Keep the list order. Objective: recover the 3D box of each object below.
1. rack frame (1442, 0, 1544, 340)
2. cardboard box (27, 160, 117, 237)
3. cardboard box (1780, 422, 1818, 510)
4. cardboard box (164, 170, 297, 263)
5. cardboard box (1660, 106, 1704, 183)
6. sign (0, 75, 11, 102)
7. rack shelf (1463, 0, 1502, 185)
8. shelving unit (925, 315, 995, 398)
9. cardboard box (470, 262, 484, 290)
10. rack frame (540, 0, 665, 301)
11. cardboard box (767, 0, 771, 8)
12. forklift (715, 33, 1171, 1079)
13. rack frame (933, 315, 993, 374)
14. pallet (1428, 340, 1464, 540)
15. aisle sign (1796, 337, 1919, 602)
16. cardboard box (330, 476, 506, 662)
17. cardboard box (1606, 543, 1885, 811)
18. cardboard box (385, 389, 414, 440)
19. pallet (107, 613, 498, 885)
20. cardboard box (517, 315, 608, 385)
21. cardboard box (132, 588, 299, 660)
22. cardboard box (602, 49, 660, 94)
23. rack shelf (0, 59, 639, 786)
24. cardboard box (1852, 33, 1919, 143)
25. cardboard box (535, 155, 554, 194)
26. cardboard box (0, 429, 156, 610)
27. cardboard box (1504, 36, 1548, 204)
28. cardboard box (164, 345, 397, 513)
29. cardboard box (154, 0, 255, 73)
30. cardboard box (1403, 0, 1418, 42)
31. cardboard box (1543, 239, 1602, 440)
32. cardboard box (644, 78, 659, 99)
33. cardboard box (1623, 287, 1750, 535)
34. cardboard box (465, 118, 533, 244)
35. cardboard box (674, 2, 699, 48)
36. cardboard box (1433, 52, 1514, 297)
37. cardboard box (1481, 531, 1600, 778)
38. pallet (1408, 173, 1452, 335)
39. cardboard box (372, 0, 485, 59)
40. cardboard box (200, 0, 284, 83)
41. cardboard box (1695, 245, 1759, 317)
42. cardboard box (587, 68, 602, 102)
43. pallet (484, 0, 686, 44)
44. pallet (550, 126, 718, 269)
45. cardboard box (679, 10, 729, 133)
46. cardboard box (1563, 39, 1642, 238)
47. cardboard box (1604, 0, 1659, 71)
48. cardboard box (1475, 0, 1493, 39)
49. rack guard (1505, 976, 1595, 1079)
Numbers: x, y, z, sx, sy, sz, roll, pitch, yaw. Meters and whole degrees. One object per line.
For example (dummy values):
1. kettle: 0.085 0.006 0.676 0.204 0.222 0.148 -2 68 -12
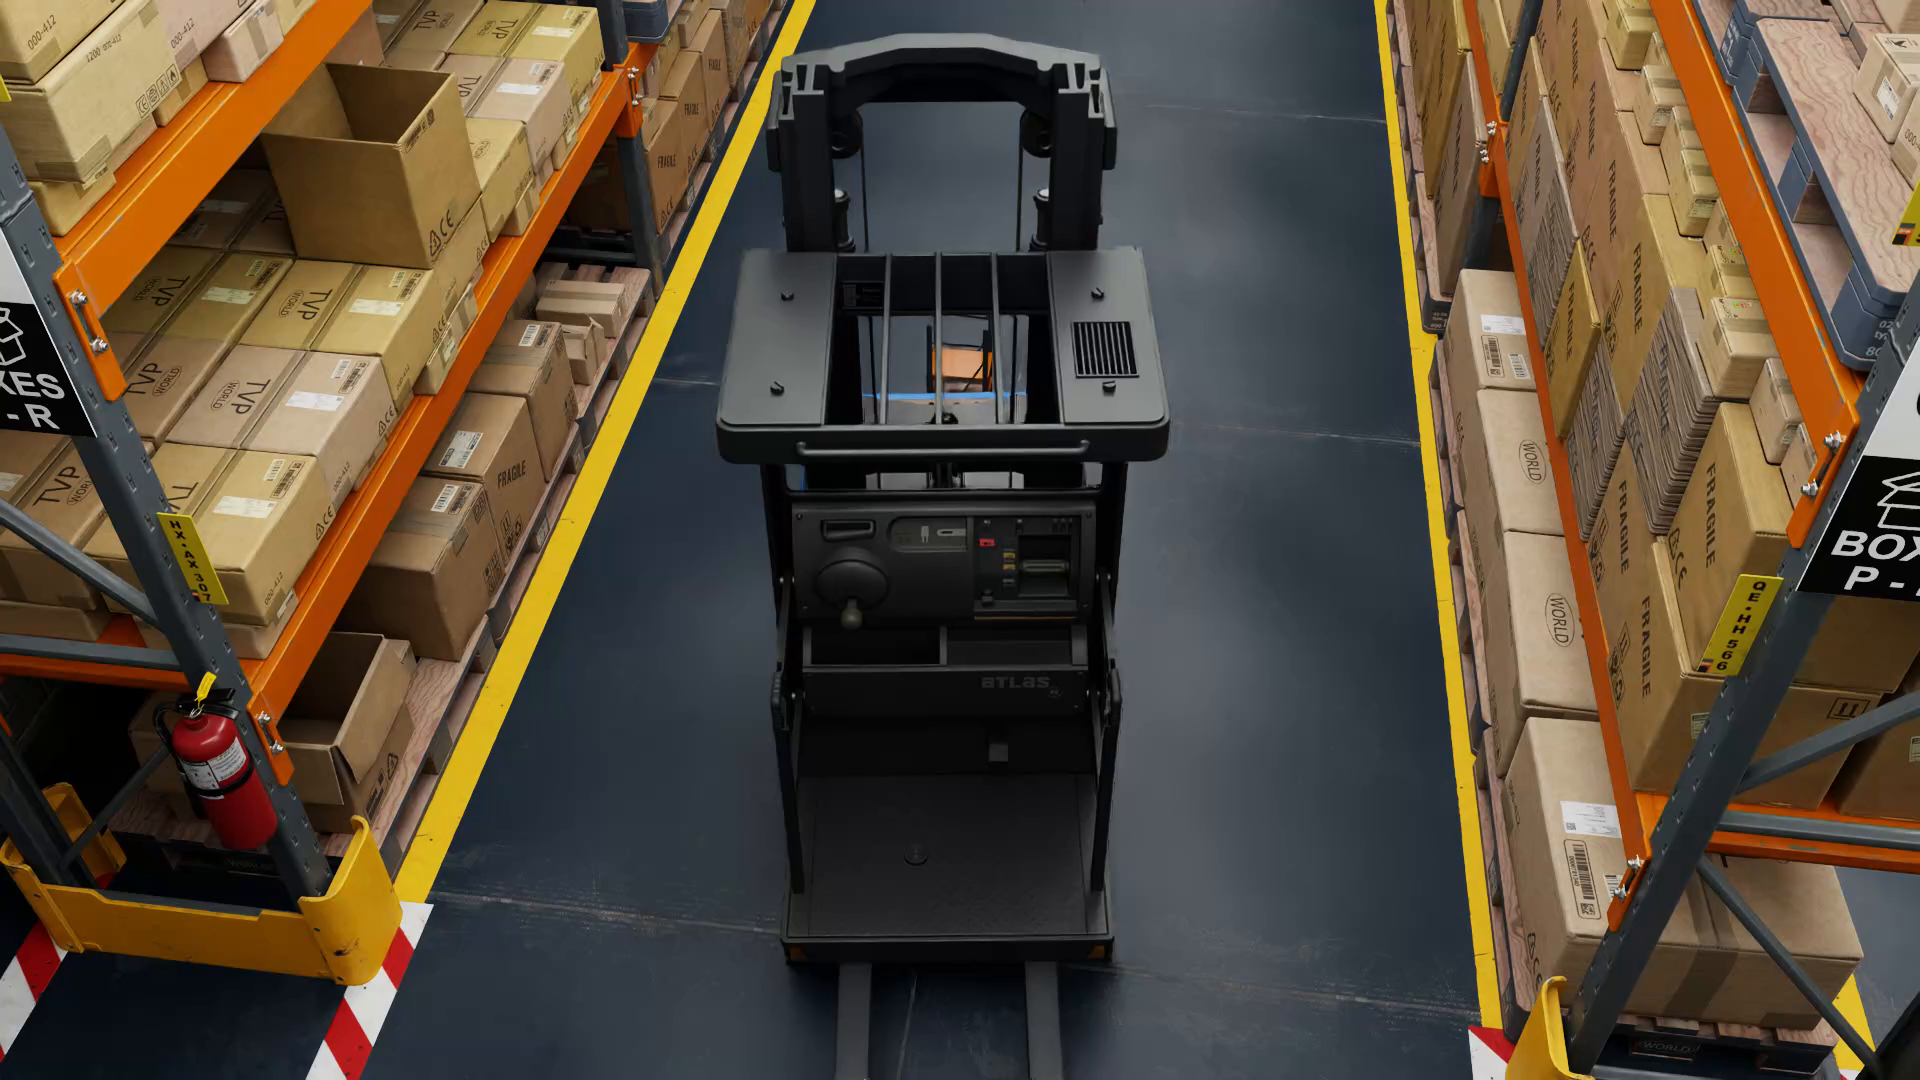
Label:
1. rack frame: 2.878 -1.960 7.160 1.000 3.000 0.127 5 44 6
2. cardboard box: -2.299 -0.876 4.017 0.380 0.149 0.250 6 44 6
3. cardboard box: 2.198 -0.131 3.957 0.380 0.149 0.250 6 44 6
4. cardboard box: -2.565 -1.118 6.164 0.500 0.250 0.500 5 44 5
5. cardboard box: 2.365 -1.183 5.068 0.380 0.149 0.250 7 44 7
6. sign: -2.034 -1.040 3.371 0.100 0.325 0.005 5 44 6
7. rack shelf: 3.142 -3.061 8.847 1.077 0.370 4.000 5 44 6
8. shelving unit: 0.002 -0.446 6.870 0.258 1.200 0.189 5 44 6
9. cardboard box: -2.056 -1.027 6.358 0.380 0.149 0.250 5 44 5
10. rack frame: -2.043 -2.408 7.634 1.000 3.000 0.127 5 44 6
11. cardboard box: -1.433 -3.731 10.544 0.500 0.500 0.500 5 44 5
12. forklift: -0.044 0.165 4.966 1.130 2.935 3.031 0 43 0
13. rack frame: 0.014 -0.508 6.936 0.240 1.200 0.006 5 44 6
14. pallet: 2.700 -0.436 7.579 1.003 0.211 1.213 5 44 6
15. aisle sign: 2.032 -0.157 3.365 0.394 0.787 0.004 5 44 6
16. cardboard box: -2.245 0.086 6.513 0.700 0.500 0.500 7 44 7
17. cardboard box: 2.150 0.377 4.619 0.500 0.500 0.500 5 44 6
18. cardboard box: -2.145 -0.498 5.799 0.380 0.149 0.250 6 44 6
19. pallet: -2.457 0.735 6.342 1.003 0.211 1.213 5 44 6
20. cardboard box: -1.873 -0.918 7.743 0.396 0.266 0.258 7 44 7
21. cardboard box: -2.256 0.210 5.052 0.380 0.149 0.250 5 44 5
22. cardboard box: -1.745 -2.398 8.448 0.380 0.149 0.250 3 44 3
23. rack shelf: -2.307 -0.784 6.442 1.077 0.370 4.000 5 44 6
24. cardboard box: 2.295 -1.028 3.799 0.380 0.149 0.250 2 43 2
25. cardboard box: -1.920 -1.542 6.901 0.380 0.149 0.250 6 44 7
26. cardboard box: -2.774 -0.073 5.061 0.500 0.250 0.500 6 44 7
27. cardboard box: 2.556 -1.700 6.813 0.500 0.500 0.500 7 44 7
28. cardboard box: -2.178 -0.364 5.368 0.500 0.250 0.500 6 44 6
29. cardboard box: -2.195 -1.451 4.334 0.500 0.250 0.500 6 44 6
30. cardboard box: 3.233 -3.603 10.136 0.875 0.875 0.875 5 44 5
31. cardboard box: 2.345 -0.668 5.723 0.500 0.500 0.500 6 44 7
32. cardboard box: -1.772 -2.305 8.565 0.380 0.149 0.250 4 44 4
33. cardboard box: 2.217 -0.342 4.652 0.500 0.500 0.500 5 44 6
34. cardboard box: -1.999 -1.411 6.474 0.500 0.250 0.500 5 44 5
35. cardboard box: -1.656 -2.836 9.126 0.380 0.149 0.250 5 44 5
36. cardboard box: 2.880 -1.770 8.200 0.875 0.875 0.875 6 44 7
37. cardboard box: 2.450 0.461 6.162 0.875 0.438 0.875 6 44 7
38. pallet: 2.905 -1.480 8.681 1.003 0.211 1.213 5 44 6
39. cardboard box: -2.376 -2.149 7.253 0.500 0.250 0.500 5 44 5
40. cardboard box: -2.105 -1.391 4.561 0.380 0.149 0.250 6 44 6
41. cardboard box: 2.232 -0.658 4.514 0.380 0.149 0.250 6 44 6
42. cardboard box: -1.835 -2.077 7.467 0.380 0.149 0.250 6 44 6
43. pallet: -1.829 -2.873 8.265 1.003 0.211 1.213 5 44 6
44. pallet: -1.973 -1.953 9.182 1.003 0.211 1.213 5 44 6
45. cardboard box: -1.625 -2.666 9.419 0.500 0.500 0.500 4 44 4
46. cardboard box: 2.423 -1.365 5.732 0.500 0.500 0.500 6 44 6
47. cardboard box: 2.411 -1.707 5.621 0.380 0.149 0.250 4 44 4
48. cardboard box: 2.756 -2.581 7.925 0.500 0.250 0.500 5 44 5
49. rack guard: 2.346 1.690 5.123 1.175 0.500 0.348 5 44 6
